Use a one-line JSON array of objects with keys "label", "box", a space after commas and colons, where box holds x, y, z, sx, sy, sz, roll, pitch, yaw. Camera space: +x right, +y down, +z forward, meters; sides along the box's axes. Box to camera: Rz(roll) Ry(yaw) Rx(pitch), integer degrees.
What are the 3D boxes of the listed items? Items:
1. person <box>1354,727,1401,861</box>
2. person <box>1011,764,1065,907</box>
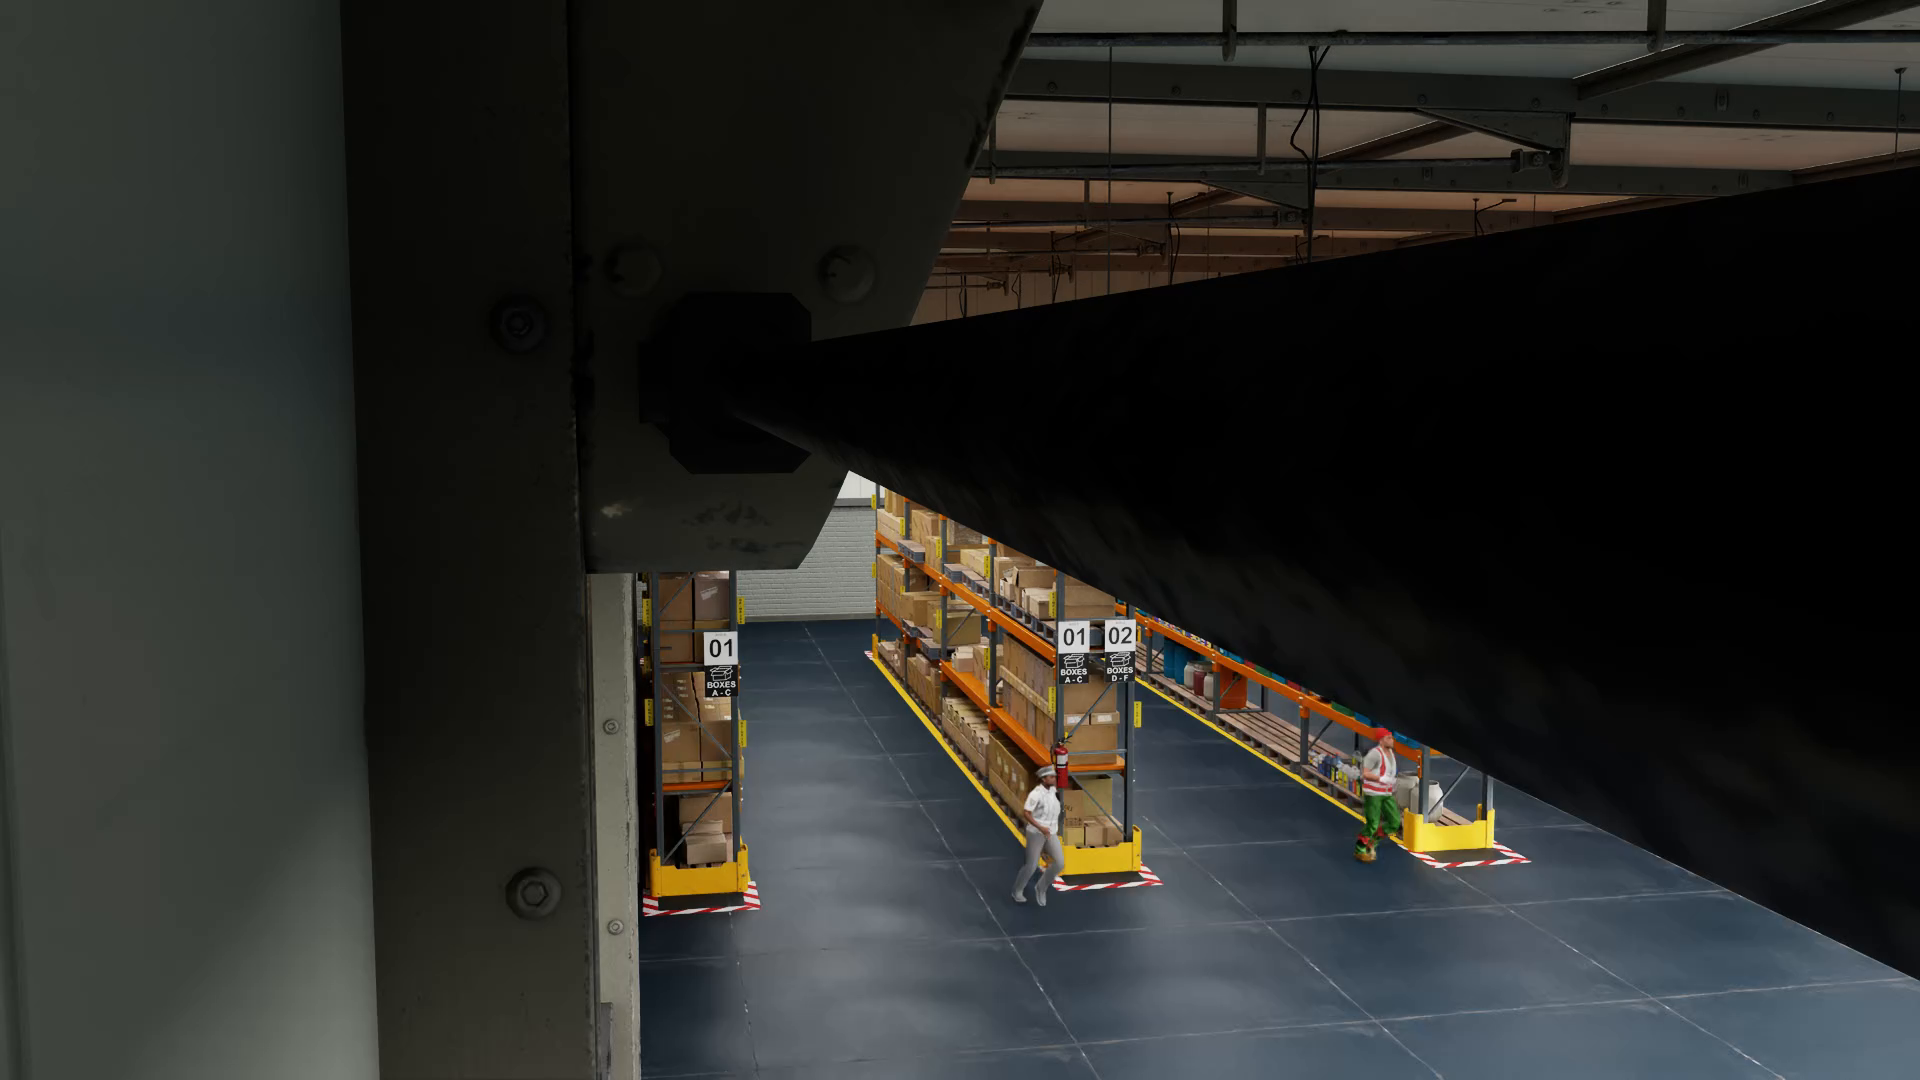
[{"label": "person", "box": [5.446, 3.268, 21.344, 0.664, 1.743, 0.628, -4, 7, -35]}, {"label": "person", "box": [1.000, 3.490, 19.750, 0.652, 1.668, 0.627, -5, 8, -40]}]
